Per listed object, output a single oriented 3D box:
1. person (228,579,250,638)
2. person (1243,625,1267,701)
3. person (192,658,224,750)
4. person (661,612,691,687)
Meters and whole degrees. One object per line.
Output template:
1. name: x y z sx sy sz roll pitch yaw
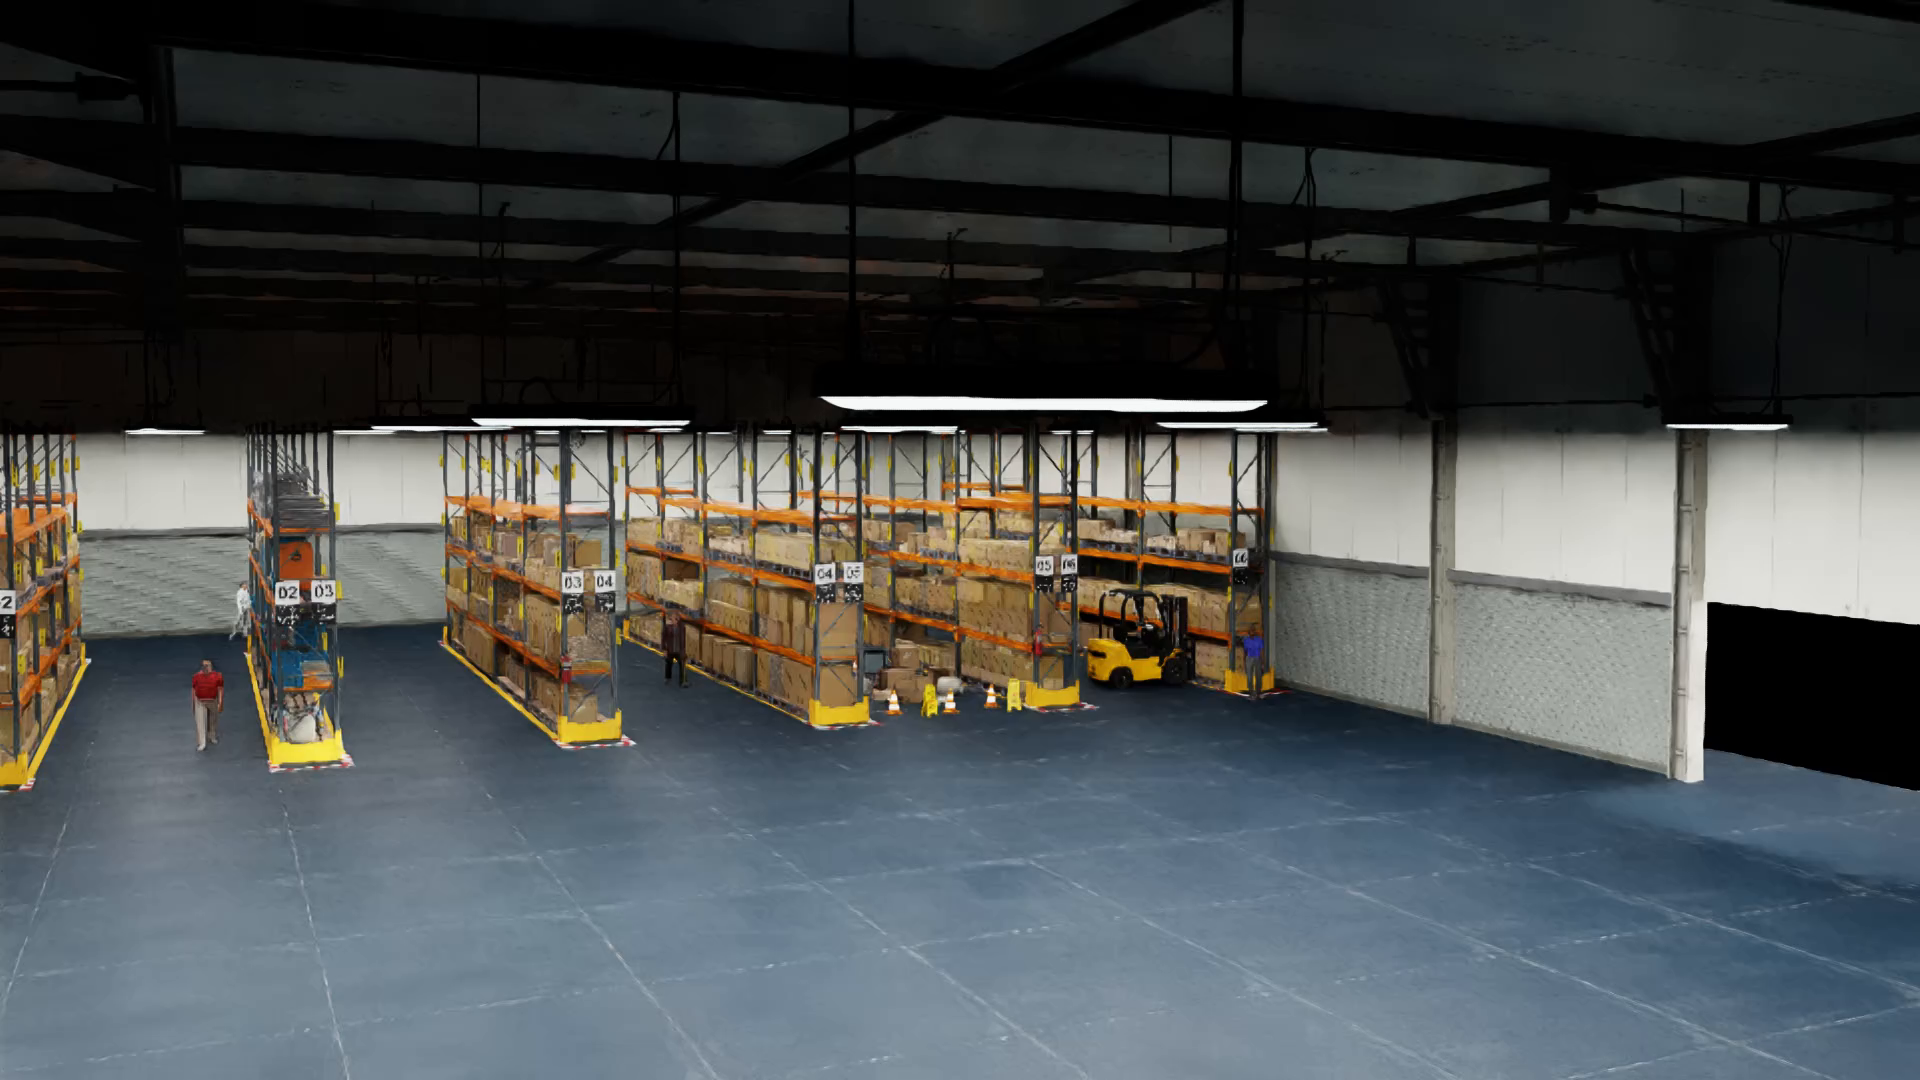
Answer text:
1. person: -20.402 1.955 47.089 0.470 1.669 0.665 1 4 19
2. person: 6.395 2.654 36.056 0.509 1.643 0.551 1 4 13
3. person: -13.767 2.978 30.452 0.540 1.646 1.130 -2 4 -27
4. person: -6.517 2.481 37.982 0.598 1.698 1.193 -1 4 -23
